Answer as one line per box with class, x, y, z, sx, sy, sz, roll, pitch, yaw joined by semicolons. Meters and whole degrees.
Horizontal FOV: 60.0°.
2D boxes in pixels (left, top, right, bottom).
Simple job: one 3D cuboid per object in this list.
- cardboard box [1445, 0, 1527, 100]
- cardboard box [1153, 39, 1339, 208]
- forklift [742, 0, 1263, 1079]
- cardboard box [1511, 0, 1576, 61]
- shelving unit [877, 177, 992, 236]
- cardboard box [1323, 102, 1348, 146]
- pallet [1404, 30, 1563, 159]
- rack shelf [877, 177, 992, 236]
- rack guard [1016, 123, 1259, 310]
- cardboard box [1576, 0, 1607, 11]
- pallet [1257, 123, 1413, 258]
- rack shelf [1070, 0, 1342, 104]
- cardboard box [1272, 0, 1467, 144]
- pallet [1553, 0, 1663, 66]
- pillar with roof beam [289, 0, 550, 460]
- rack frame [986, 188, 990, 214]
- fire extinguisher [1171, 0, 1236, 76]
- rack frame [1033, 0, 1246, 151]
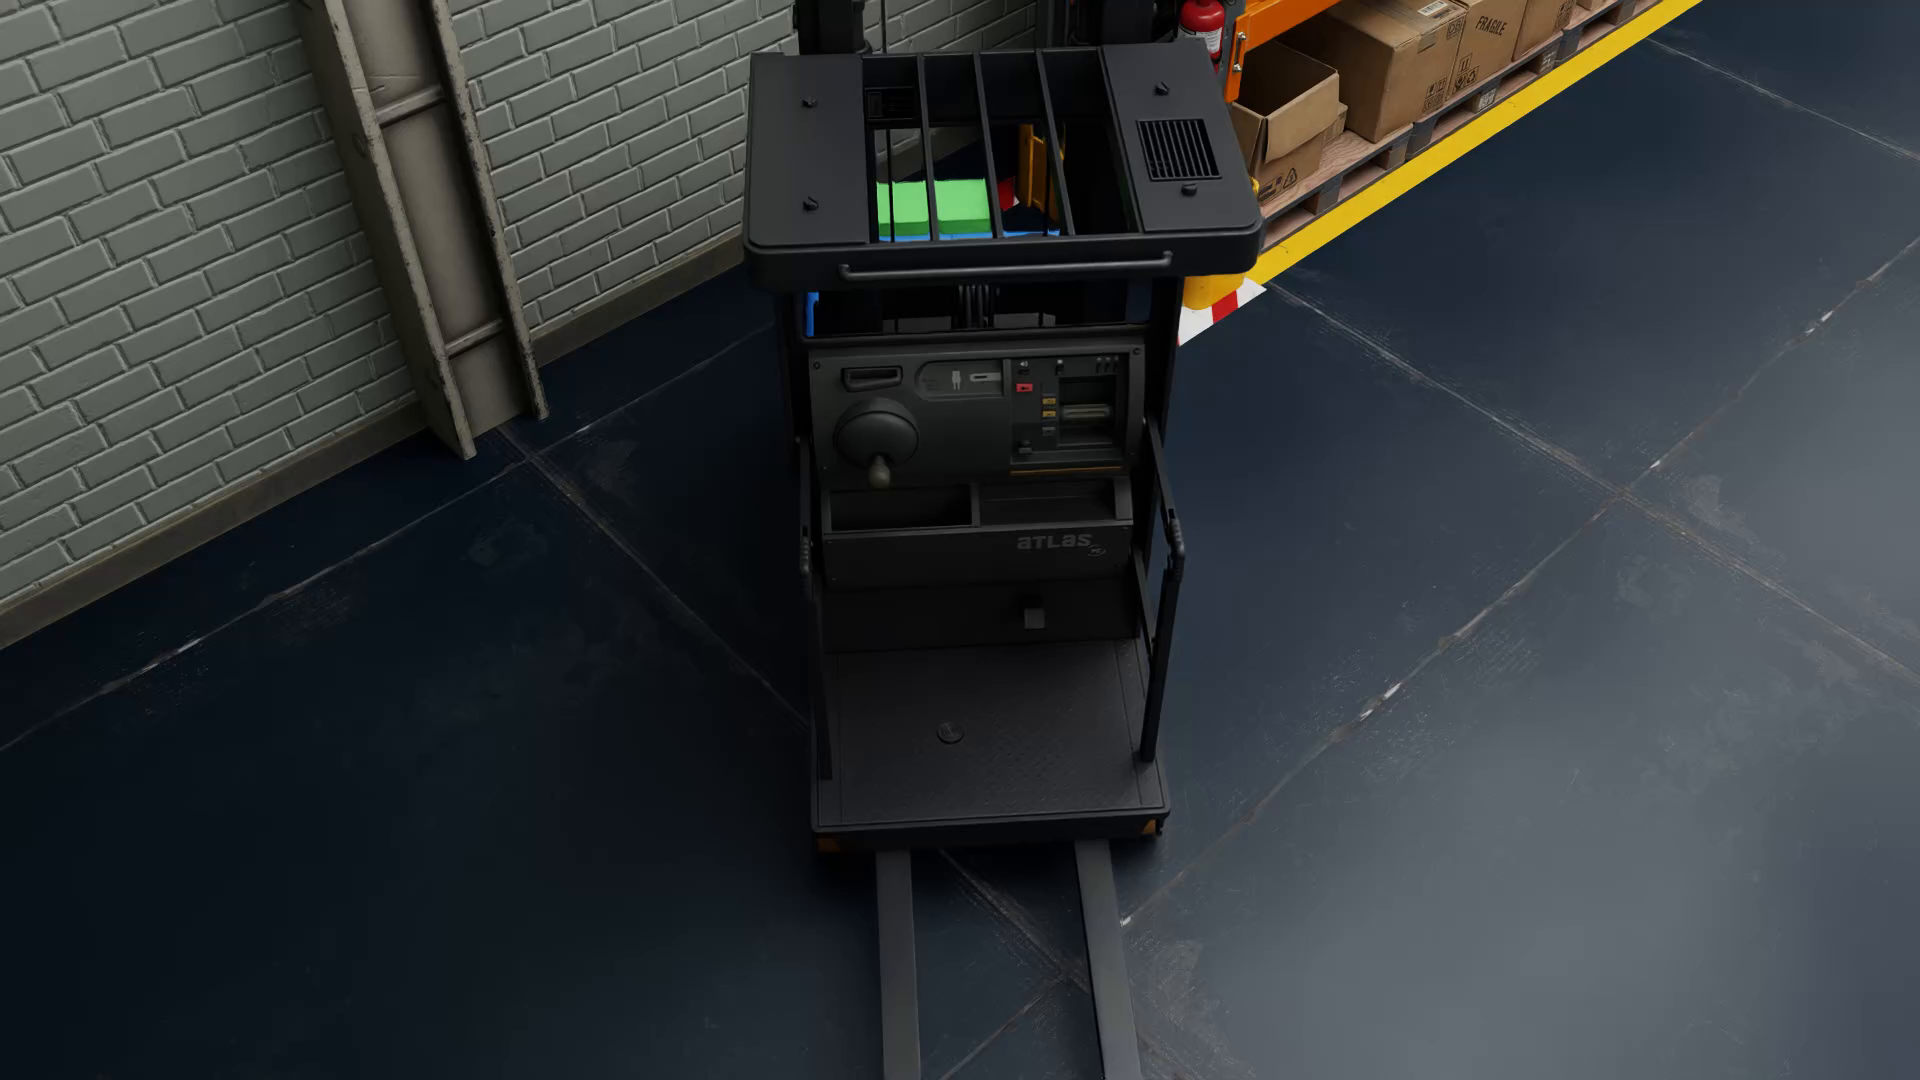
cardboard box;2.330;-2.507;7.937;0.500;0.500;0.500;-33;55;-27
cardboard box;1.213;-1.899;7.374;0.637;0.503;0.797;-36;57;-28
forklift;0.066;-0.255;4.491;1.130;2.935;3.031;-3;47;-3
cardboard box;2.640;-2.813;8.220;0.500;0.500;0.700;-36;57;-28
shelving unit;-0.132;-0.880;6.246;0.503;1.200;0.258;-3;47;-3
cardboard box;1.554;-1.968;7.679;0.250;0.149;0.380;-36;57;-28
pallet;2.245;-2.439;8.357;1.213;0.211;1.003;-34;56;-27
rack shelf;-0.132;-1.162;5.940;0.480;0.148;0.258;-3;47;-3
rack guard;0.753;-1.543;7.333;0.348;0.500;1.175;-34;56;-27
cardboard box;3.178;-2.934;8.491;0.258;0.266;0.396;-32;55;-26
pallet;1.342;-1.839;7.804;1.213;0.211;1.003;-34;56;-27
rack shelf;2.177;-3.098;7.557;4.000;0.370;1.077;-34;56;-27
cardboard box;1.872;-2.300;7.746;0.500;0.500;0.700;-32;55;-26
pallet;3.148;-3.046;8.917;1.213;0.211;1.003;-34;56;-27
pillar with roof beam;0.992;-1.203;1.237;0.400;9.000;9.100;-34;56;-27
rack frame;0.112;-0.893;6.258;0.015;1.200;0.240;-3;47;-3
fire extinguisher;0.899;-1.876;6.246;0.183;0.674;0.296;-34;56;-27
rack frame;0.697;-2.353;6.380;0.127;3.000;1.000;-34;56;-27
